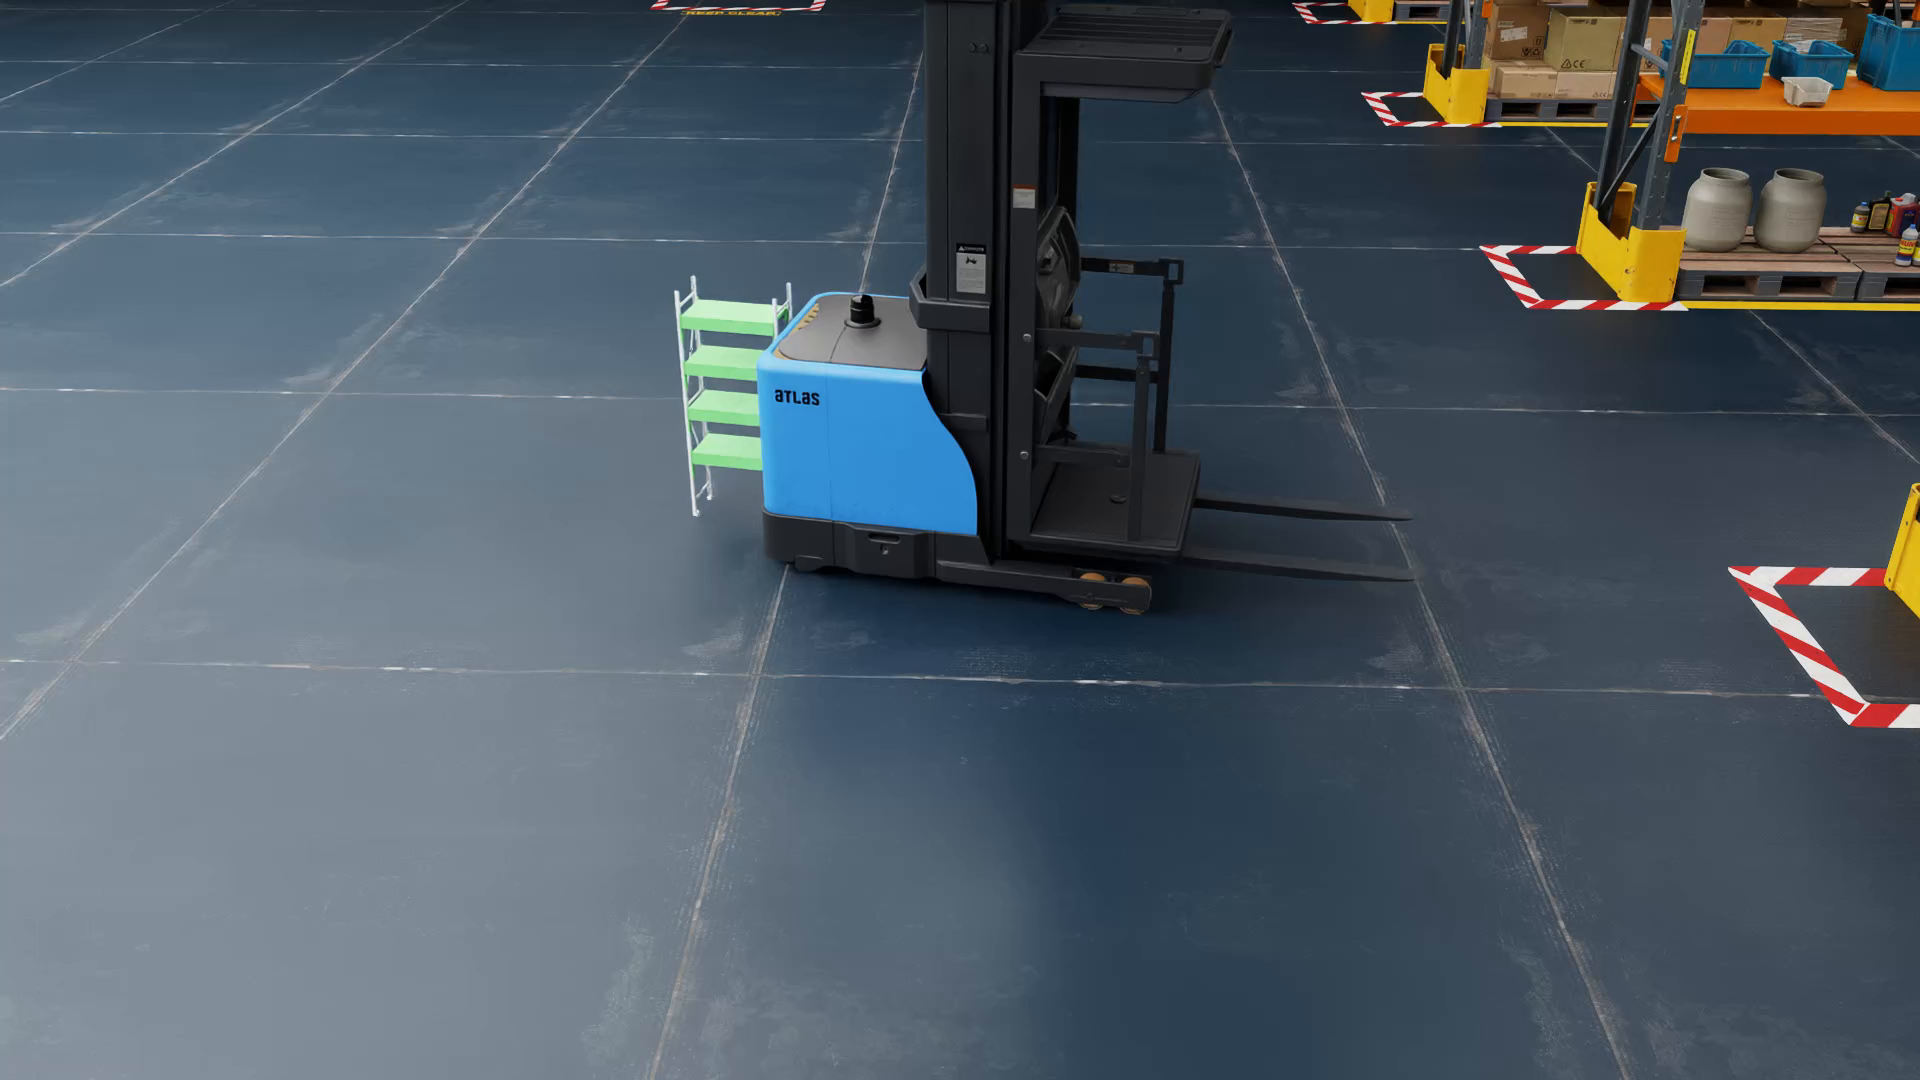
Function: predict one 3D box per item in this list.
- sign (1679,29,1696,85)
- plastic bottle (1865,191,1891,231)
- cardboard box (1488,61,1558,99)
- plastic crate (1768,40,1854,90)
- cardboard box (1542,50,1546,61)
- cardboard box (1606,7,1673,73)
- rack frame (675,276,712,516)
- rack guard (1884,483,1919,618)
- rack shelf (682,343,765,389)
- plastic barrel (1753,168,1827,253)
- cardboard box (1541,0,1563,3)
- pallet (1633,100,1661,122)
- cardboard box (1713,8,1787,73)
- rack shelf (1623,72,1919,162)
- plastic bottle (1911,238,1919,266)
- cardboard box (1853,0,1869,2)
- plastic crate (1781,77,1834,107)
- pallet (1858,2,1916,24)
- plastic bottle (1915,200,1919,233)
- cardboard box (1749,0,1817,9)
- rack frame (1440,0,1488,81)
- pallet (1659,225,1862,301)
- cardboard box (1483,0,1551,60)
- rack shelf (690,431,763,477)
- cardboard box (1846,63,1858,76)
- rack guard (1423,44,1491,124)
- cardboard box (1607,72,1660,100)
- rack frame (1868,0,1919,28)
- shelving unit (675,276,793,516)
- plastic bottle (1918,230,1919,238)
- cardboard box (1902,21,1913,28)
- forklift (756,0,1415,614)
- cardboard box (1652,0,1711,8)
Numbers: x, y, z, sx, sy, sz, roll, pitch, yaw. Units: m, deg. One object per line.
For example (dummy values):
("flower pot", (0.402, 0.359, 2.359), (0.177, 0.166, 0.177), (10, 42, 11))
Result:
("sign", (4.598, -3.055, 10.515), (0.005, 0.325, 0.100), (1, 28, 2))
("plastic bottle", (6.590, -2.366, 11.941), (0.133, 0.283, 0.061), (2, 28, 3))
("cardboard box", (5.329, -4.366, 15.772), (0.500, 0.250, 0.500), (1, 28, 2))
("plastic crate", (5.782, -3.243, 11.324), (0.408, 0.251, 0.499), (1, 28, 2))
("cardboard box", (5.847, -4.606, 16.224), (0.500, 0.250, 0.500), (1, 28, 2))
("cardboard box", (6.329, -4.688, 15.578), (0.500, 0.500, 0.500), (1, 28, 2))
("rack frame", (-1.326, -0.707, 8.302), (0.015, 1.200, 0.240), (6, 29, 11))
("rack guard", (4.523, 0.234, 7.275), (0.348, 0.500, 1.175), (1, 28, 2))
("rack shelf", (-1.088, -0.837, 8.173), (0.480, 0.148, 0.258), (6, 29, 11))
("plastic barrel", (5.783, -2.293, 11.581), (0.421, 0.512, 0.421), (0, 28, 0))
("cardboard box", (6.961, -6.819, 20.110), (0.500, 0.500, 0.700), (-1, 28, -1))
("pallet", (6.782, -4.262, 16.065), (1.213, 0.211, 1.003), (1, 28, 2))
("cardboard box", (7.328, -4.670, 15.544), (0.500, 0.500, 0.500), (1, 28, 2))
("rack shelf", (6.621, -2.839, 11.172), (4.000, 0.370, 1.077), (1, 28, 2))
("plastic bottle", (6.526, -1.971, 11.283), (0.097, 0.201, 0.097), (0, 28, 0))
("cardboard box", (10.732, -6.834, 20.139), (0.500, 0.500, 0.700), (1, 28, 2))
("plastic crate", (5.505, -2.908, 10.815), (0.250, 0.136, 0.298), (1, 28, 2))
("pallet", (10.970, -6.498, 20.283), (1.213, 0.211, 1.003), (1, 28, 2))
("plastic bottle", (6.862, -2.337, 11.894), (0.135, 0.276, 0.152), (0, 28, 0))
("cardboard box", (7.846, -4.903, 15.984), (0.500, 0.500, 0.500), (1, 28, 2))
("rack frame", (4.801, -5.509, 15.439), (0.127, 3.000, 1.000), (1, 28, 2))
("pallet", (5.511, -1.963, 11.728), (1.213, 0.211, 1.003), (1, 28, 2))
("cardboard box", (5.347, -4.941, 16.055), (0.500, 0.500, 0.500), (1, 28, 2))
("rack shelf", (-1.088, -0.413, 8.397), (0.480, 0.148, 0.258), (6, 29, 11))
("cardboard box", (8.327, -4.319, 15.681), (0.500, 0.250, 0.500), (1, 28, 2))
("rack guard", (4.777, -4.405, 16.025), (0.348, 0.500, 1.175), (1, 28, 2))
("cardboard box", (6.328, -4.351, 15.743), (0.500, 0.250, 0.500), (1, 28, 2))
("rack frame", (8.798, -5.443, 15.314), (0.127, 3.000, 1.000), (1, 28, 2))
("shelving unit", (-1.088, -0.682, 8.255), (0.503, 1.200, 0.258), (6, 29, 11))
("plastic bottle", (6.877, -2.245, 11.800), (0.097, 0.201, 0.097), (0, 28, 0))
("cardboard box", (9.213, -4.788, 15.969), (0.500, 0.311, 0.500), (1, 28, 2))
("forklift", (0.631, -1.229, 7.438), (3.031, 2.935, 1.130), (6, 29, 11))
("cardboard box", (6.847, -4.923, 16.020), (0.500, 0.500, 0.500), (1, 28, 2))
